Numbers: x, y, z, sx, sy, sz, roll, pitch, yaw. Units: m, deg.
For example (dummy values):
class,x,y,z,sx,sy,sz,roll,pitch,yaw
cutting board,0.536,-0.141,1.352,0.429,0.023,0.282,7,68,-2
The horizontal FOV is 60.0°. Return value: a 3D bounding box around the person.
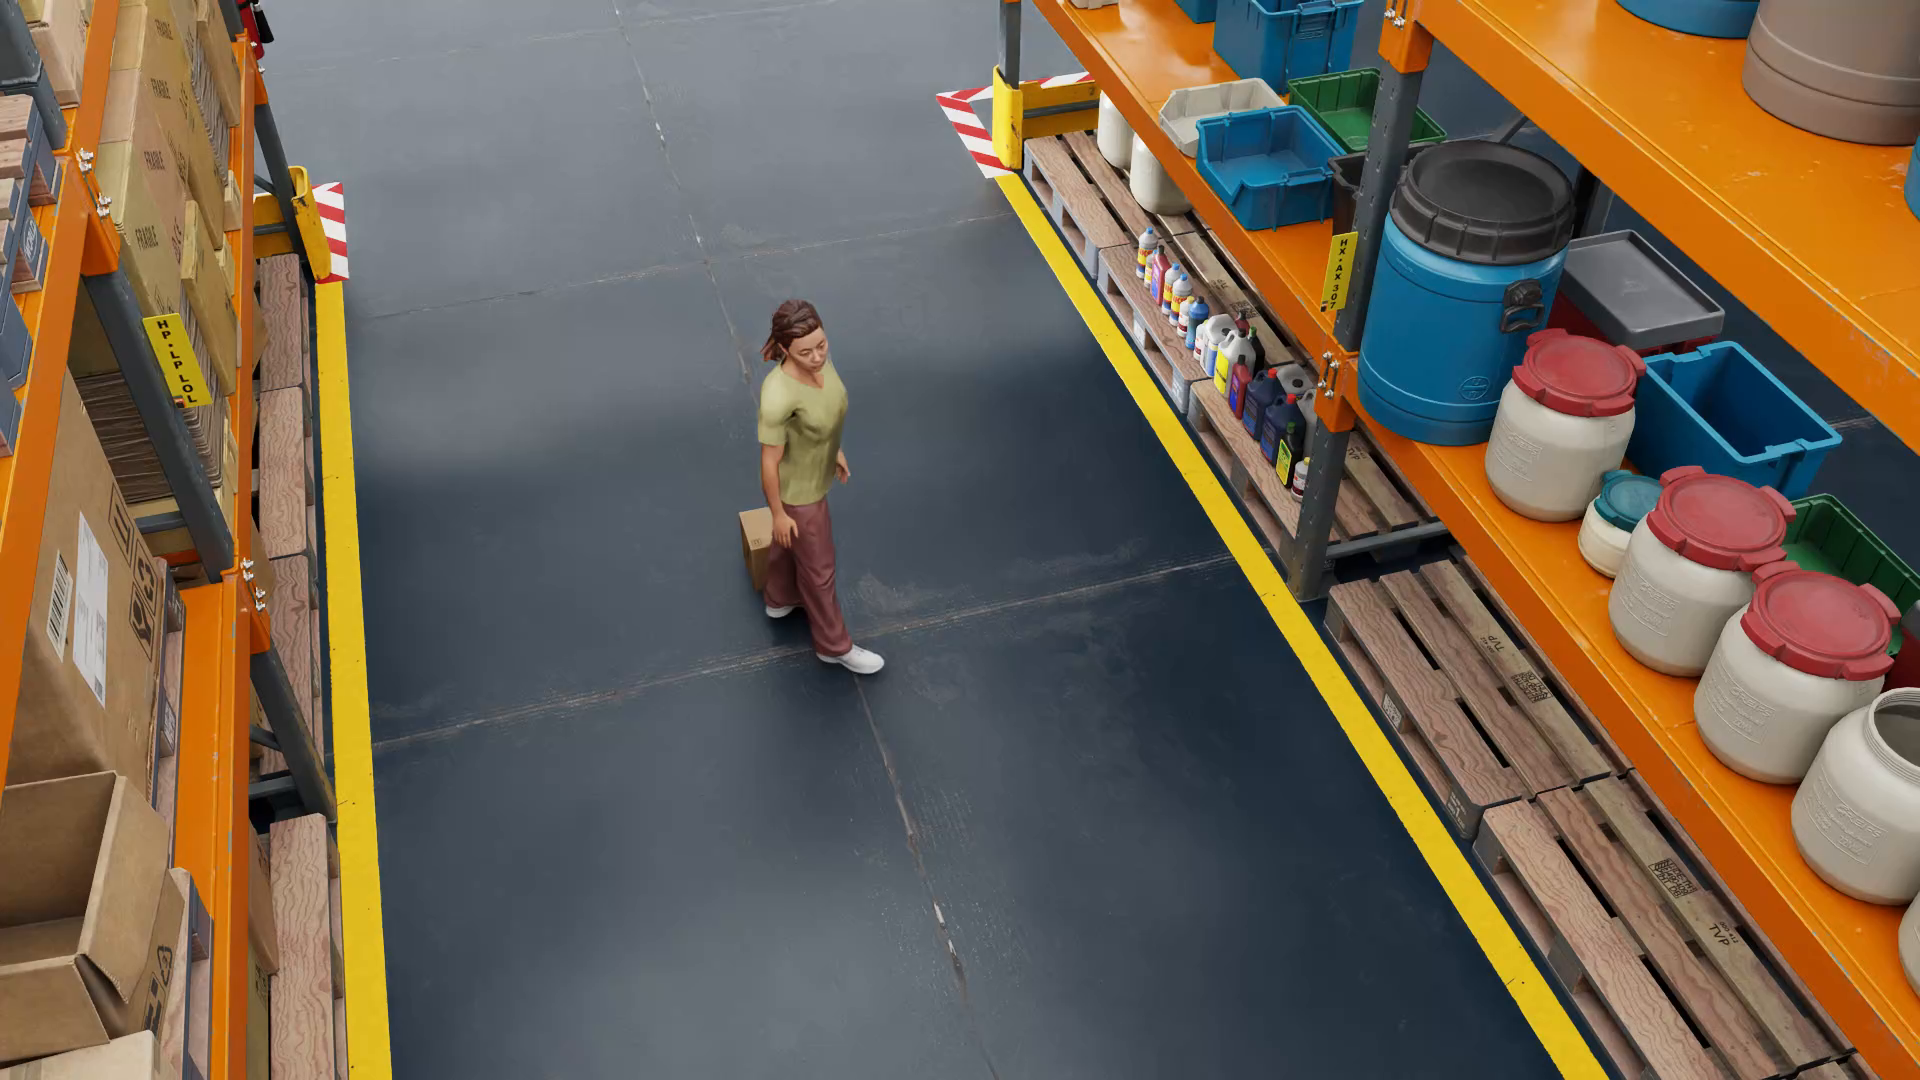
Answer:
class,x,y,z,sx,sy,sz,roll,pitch,yaw
person,-0.559,-0.215,6.369,0.594,1.666,0.528,10,43,11
